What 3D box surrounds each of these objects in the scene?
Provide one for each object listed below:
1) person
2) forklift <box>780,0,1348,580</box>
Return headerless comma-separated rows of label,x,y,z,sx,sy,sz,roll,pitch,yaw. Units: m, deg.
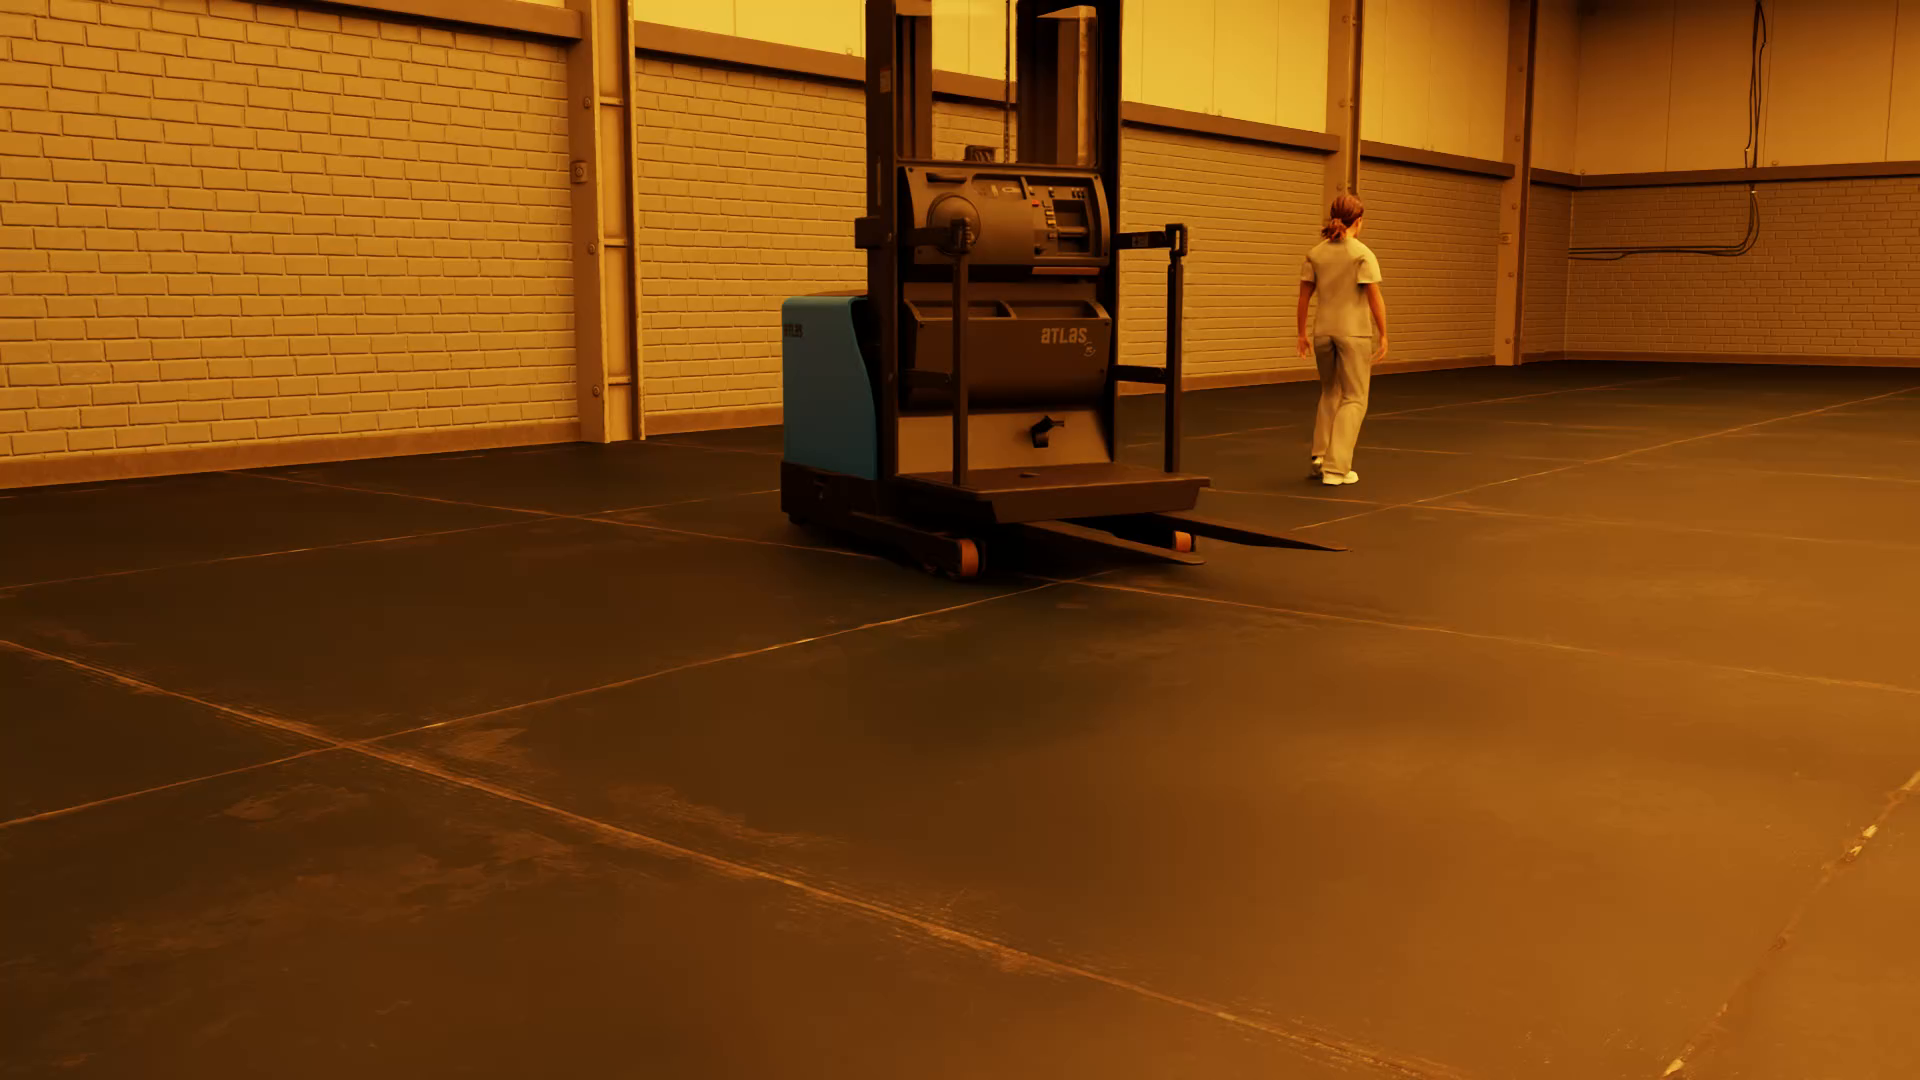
person,2.224,-1.131,9.631,0.538,1.710,0.497,8,12,44
forklift,0.306,-1.370,6.642,1.130,2.935,3.031,-5,9,-28
